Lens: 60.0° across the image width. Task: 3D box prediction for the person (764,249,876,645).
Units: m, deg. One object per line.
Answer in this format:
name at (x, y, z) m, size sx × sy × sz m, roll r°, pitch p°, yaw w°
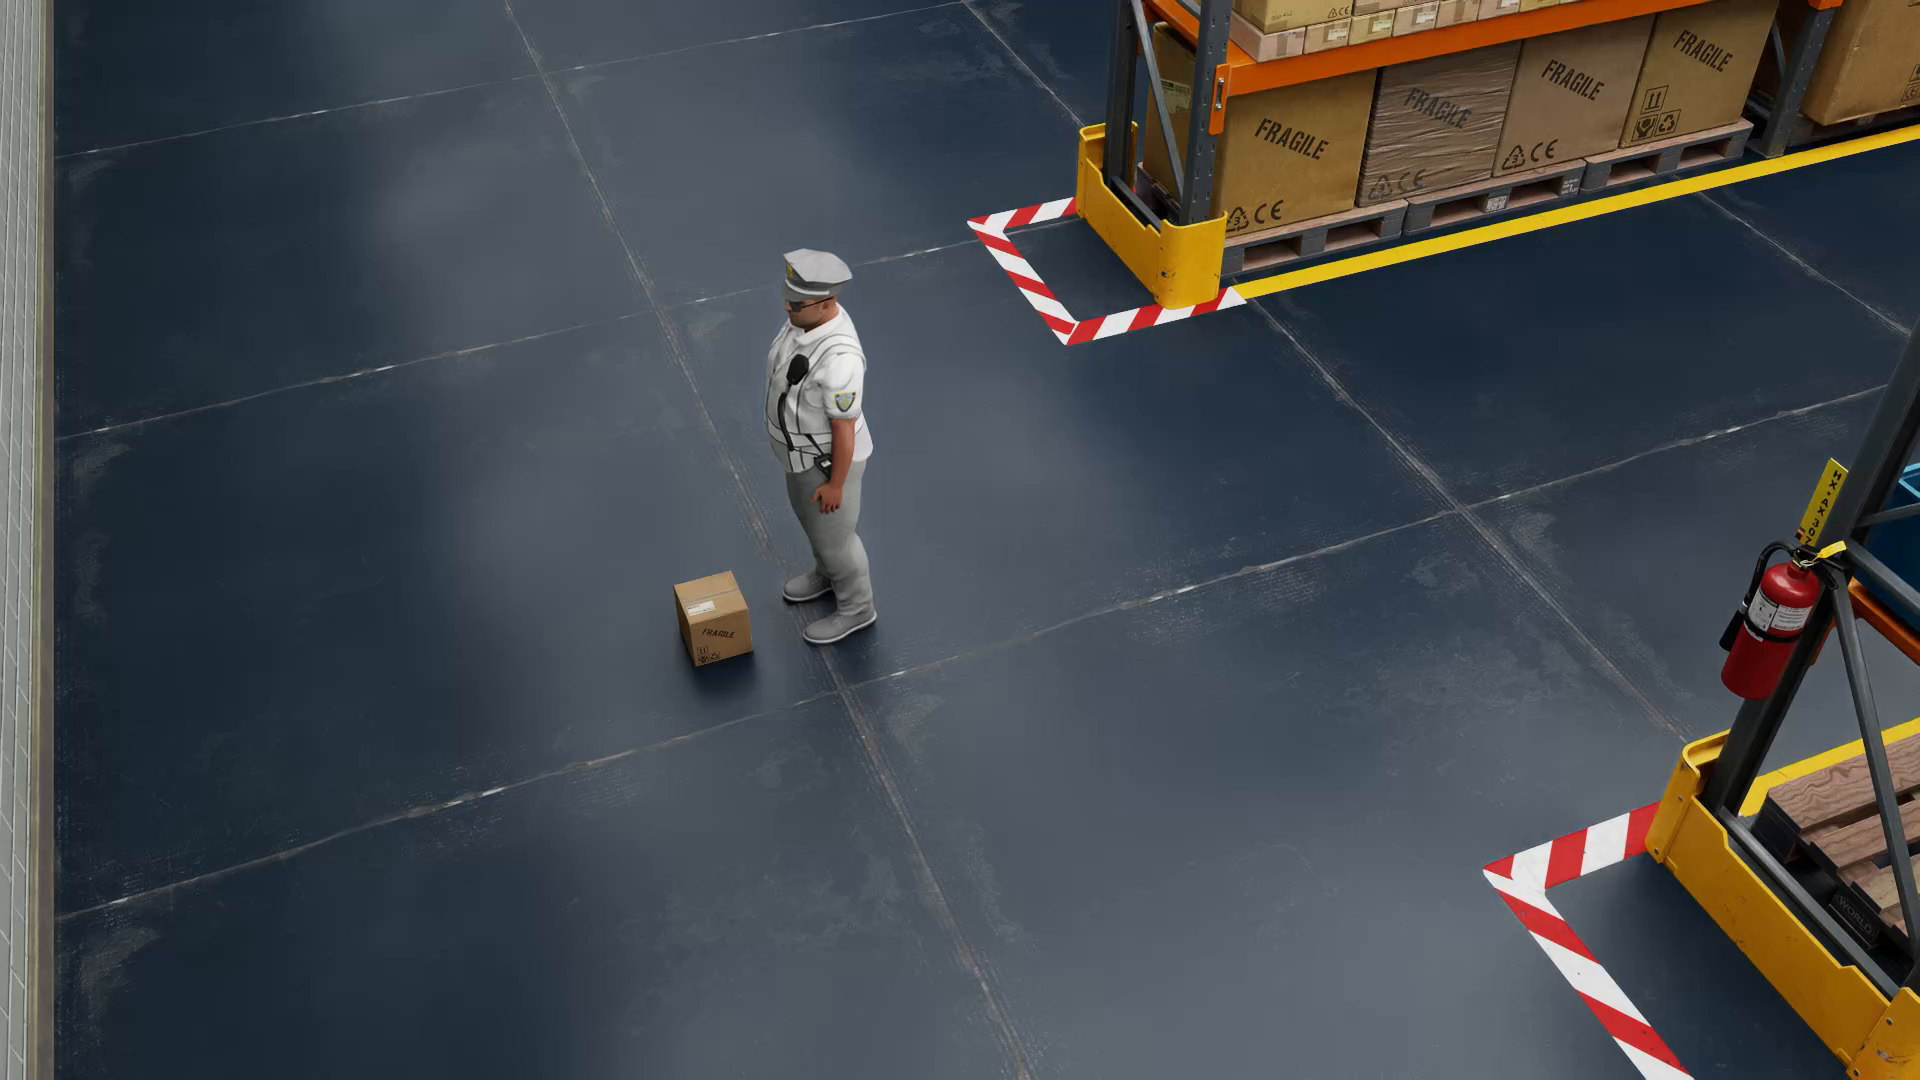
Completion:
person at (-0.556, -0.356, 6.551) m, size 0.395 × 1.761 × 0.527 m, roll -14°, pitch 43°, yaw -16°
